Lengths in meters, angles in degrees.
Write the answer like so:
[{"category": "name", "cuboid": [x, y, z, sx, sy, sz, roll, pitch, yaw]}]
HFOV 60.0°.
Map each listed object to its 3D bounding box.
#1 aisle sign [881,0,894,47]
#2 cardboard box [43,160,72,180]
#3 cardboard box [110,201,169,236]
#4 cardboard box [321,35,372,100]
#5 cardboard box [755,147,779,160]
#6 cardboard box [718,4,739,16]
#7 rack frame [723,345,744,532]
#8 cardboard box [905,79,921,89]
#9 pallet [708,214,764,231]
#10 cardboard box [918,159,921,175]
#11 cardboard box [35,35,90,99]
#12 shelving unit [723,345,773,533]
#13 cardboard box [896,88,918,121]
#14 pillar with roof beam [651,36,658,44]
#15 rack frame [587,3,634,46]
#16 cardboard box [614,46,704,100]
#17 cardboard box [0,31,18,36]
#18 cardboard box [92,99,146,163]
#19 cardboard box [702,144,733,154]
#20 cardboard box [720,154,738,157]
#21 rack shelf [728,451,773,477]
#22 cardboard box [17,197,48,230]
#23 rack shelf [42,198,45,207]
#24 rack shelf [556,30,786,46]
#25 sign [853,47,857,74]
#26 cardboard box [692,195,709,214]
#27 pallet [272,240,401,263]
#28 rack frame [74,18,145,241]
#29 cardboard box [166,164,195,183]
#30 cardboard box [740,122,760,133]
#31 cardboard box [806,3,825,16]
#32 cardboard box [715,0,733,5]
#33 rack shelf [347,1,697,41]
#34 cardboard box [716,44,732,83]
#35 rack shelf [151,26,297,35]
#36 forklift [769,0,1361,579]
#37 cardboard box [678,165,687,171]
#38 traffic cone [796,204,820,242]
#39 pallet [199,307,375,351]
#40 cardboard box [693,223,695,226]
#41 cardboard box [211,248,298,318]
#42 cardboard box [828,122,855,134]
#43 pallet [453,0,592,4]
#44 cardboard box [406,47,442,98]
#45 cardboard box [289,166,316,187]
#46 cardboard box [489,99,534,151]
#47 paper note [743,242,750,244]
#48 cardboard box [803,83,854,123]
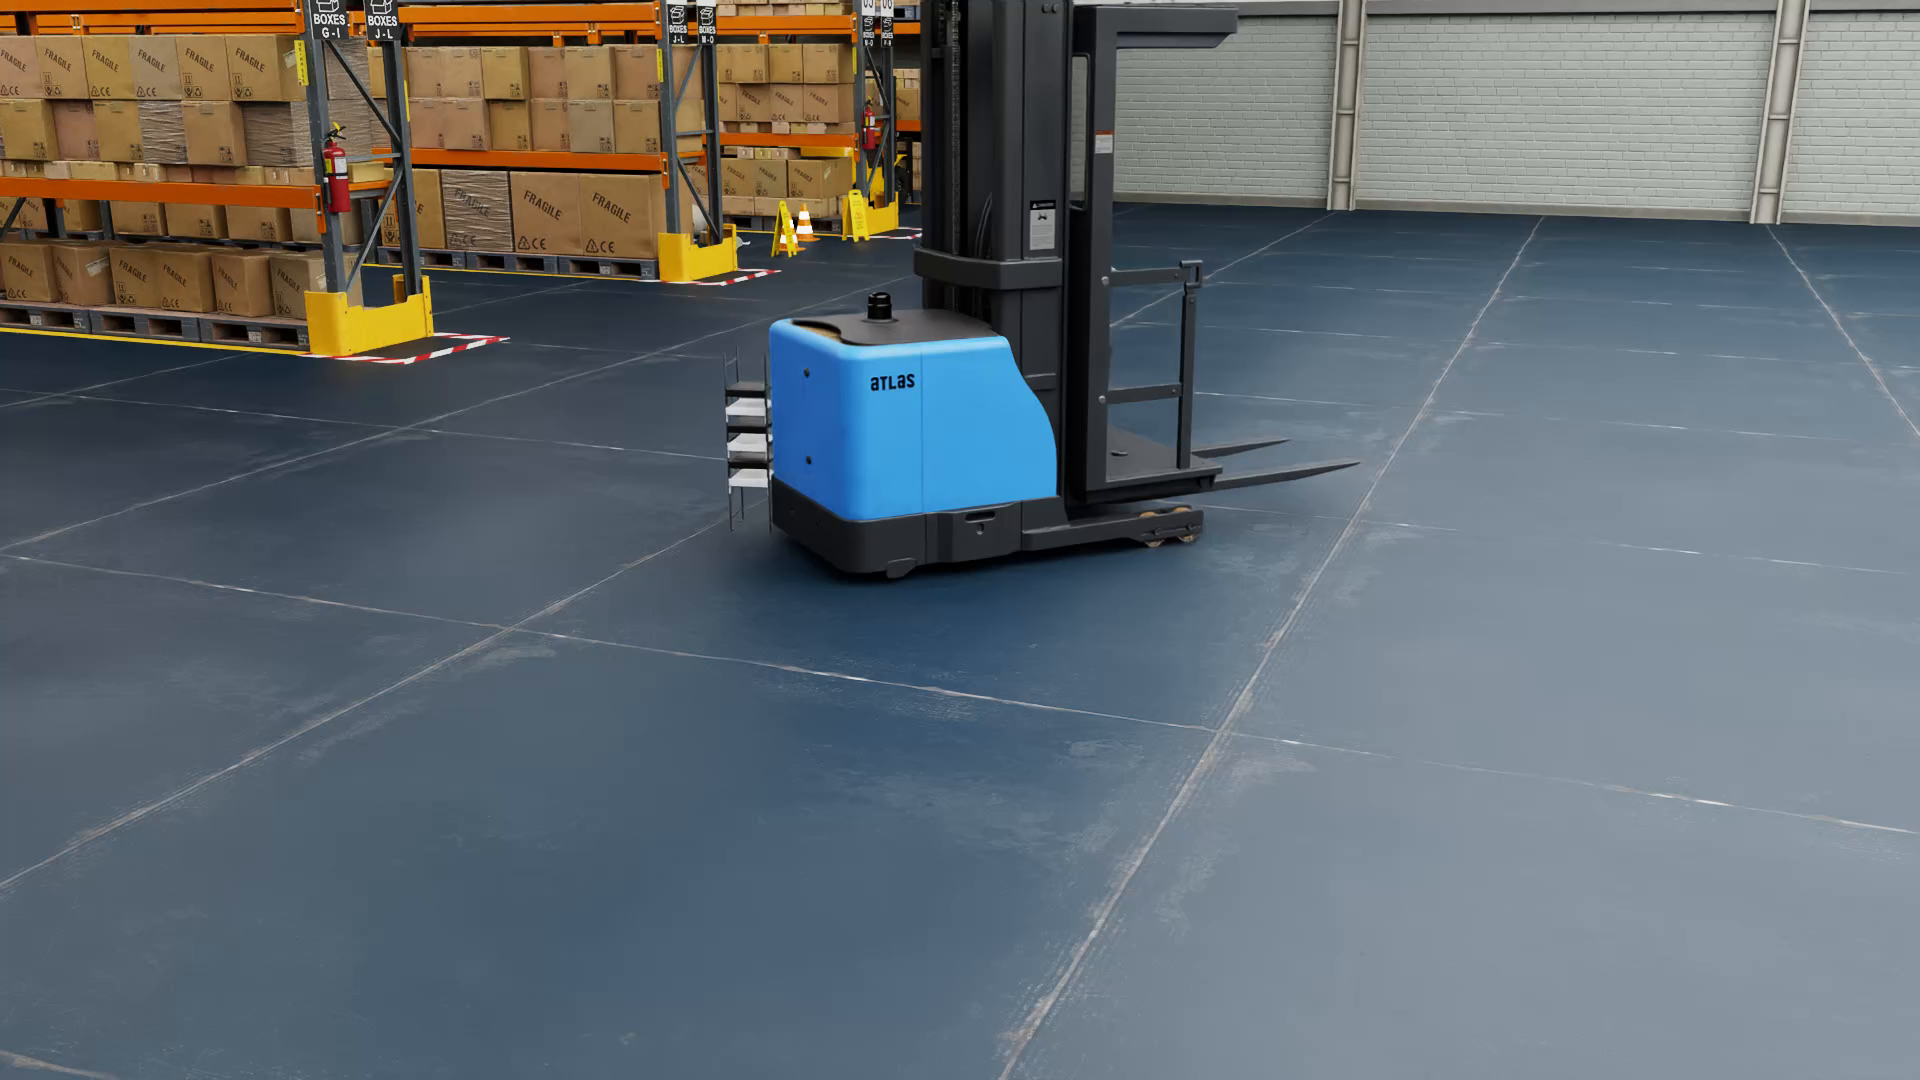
[{"category": "aisle sign", "cuboid": [-0.965, -6.945, 22.053, 0.004, 0.787, 0.394, 6, 17, 21]}, {"category": "cardboard box", "cuboid": [-7.480, -3.134, 14.039, 0.250, 0.149, 0.380, 6, 17, 21]}, {"category": "cardboard box", "cuboid": [-9.767, -4.182, 20.481, 0.750, 0.750, 1.050, 6, 17, 20]}, {"category": "cardboard box", "cuboid": [-5.184, -3.850, 13.549, 0.500, 0.500, 0.500, 6, 17, 21]}, {"category": "cardboard box", "cuboid": [-2.576, -5.236, 22.500, 0.250, 0.149, 0.380, 7, 17, 22]}, {"category": "cardboard box", "cuboid": [-3.016, -7.052, 22.154, 0.250, 0.149, 0.380, 6, 17, 20]}, {"category": "rack frame", "cuboid": [-1.129, -0.507, 8.305, 0.006, 0.900, 0.240, 2, 16, 8]}, {"category": "cardboard box", "cuboid": [-0.704, -7.337, 26.722, 0.250, 0.149, 0.380, 6, 17, 19]}, {"category": "pallet", "cuboid": [-3.081, -4.508, 23.325, 1.213, 0.211, 1.003, 6, 17, 21]}, {"category": "cardboard box", "cuboid": [-0.349, -6.054, 26.930, 0.500, 0.250, 0.500, 6, 17, 20]}, {"category": "cardboard box", "cuboid": [-7.238, -3.918, 13.784, 0.500, 0.500, 0.500, 6, 17, 21]}, {"category": "shelving unit", "cuboid": [-1.029, -0.502, 8.290, 0.210, 0.900, 0.258, 2, 16, 8]}, {"category": "cardboard box", "cuboid": [-0.829, -7.048, 26.892, 0.500, 0.500, 0.500, 6, 17, 20]}, {"category": "pillar with roof beam", "cuboid": [-6.797, -9.593, 25.078, 0.400, 9.000, 9.100, 6, 17, 21]}, {"category": "rack frame", "cuboid": [-4.858, -6.032, 23.570, 0.127, 3.000, 1.000, 6, 17, 21]}, {"category": "cardboard box", "cuboid": [-3.190, -4.967, 17.696, 0.550, 0.550, 0.875, 6, 17, 21]}, {"category": "cardboard box", "cuboid": [-9.182, -4.069, 14.979, 1.000, 1.000, 1.000, 6, 17, 21]}, {"category": "cardboard box", "cuboid": [-6.694, -3.443, 13.940, 0.500, 0.500, 0.875, 6, 17, 21]}, {"category": "cardboard box", "cuboid": [-4.248, -6.512, 28.732, 0.625, 0.625, 0.875, 6, 17, 20]}, {"category": "cardboard box", "cuboid": [-3.260, -5.178, 23.465, 0.500, 0.500, 0.500, 7, 18, 24]}, {"category": "rack shelf", "cuboid": [-1.029, -0.384, 8.324, 0.200, 0.077, 0.258, 2, 16, 8]}, {"category": "cardboard box", "cuboid": [-11.491, -4.201, 20.996, 0.500, 0.500, 0.500, 7, 18, 23]}, {"category": "rack shelf", "cuboid": [-10.354, -3.320, 15.521, 4.000, 0.370, 1.077, 6, 17, 21]}, {"category": "rack shelf", "cuboid": [-4.900, -8.619, 28.392, 4.000, 0.370, 1.077, 6, 17, 21]}, {"category": "sign", "cuboid": [-1.359, -6.188, 21.466, 0.005, 0.325, 0.100, 6, 17, 21]}, {"category": "cardboard box", "cuboid": [-3.413, -4.677, 23.083, 0.500, 0.250, 0.500, 6, 17, 20]}, {"category": "pallet", "cuboid": [-7.325, -3.458, 19.705, 1.213, 0.211, 1.003, 6, 17, 21]}, {"category": "rack frame", "cuboid": [-10.301, -5.147, 20.521, 0.127, 3.000, 1.000, 6, 17, 21]}, {"category": "cardboard box", "cuboid": [-6.283, -3.031, 13.684, 0.250, 0.149, 0.380, 6, 17, 21]}, {"category": "cardboard box", "cuboid": [-2.779, -5.597, 22.524, 0.250, 0.149, 0.380, 6, 17, 20]}, {"category": "cardboard box", "cuboid": [-1.815, -6.923, 21.711, 0.250, 0.149, 0.380, 6, 17, 21]}, {"category": "cardboard box", "cuboid": [-3.134, -7.271, 22.194, 0.500, 0.250, 0.500, 6, 17, 21]}, {"category": "rack shelf", "cuboid": [-4.719, -5.628, 18.089, 4.000, 0.370, 1.077, 6, 17, 21]}, {"category": "cardboard box", "cuboid": [-3.085, -6.455, 22.523, 0.500, 0.500, 0.700, 6, 17, 20]}, {"category": "rack shelf", "cuboid": [-10.439, -7.740, 25.366, 4.000, 0.370, 1.077, 6, 17, 21]}, {"category": "forklift", "cuboid": [0.624, -1.500, 8.083, 3.031, 2.935, 1.130, -8, 18, -26]}, {"category": "cardboard box", "cuboid": [-3.906, -5.091, 23.163, 0.500, 0.500, 0.500, 7, 18, 23]}, {"category": "traffic cone", "cuboid": [-2.010, -4.113, 21.513, 0.334, 0.463, 0.336, 6, 17, 21]}, {"category": "pallet", "cuboid": [-5.586, -1.813, 14.040, 1.213, 0.211, 1.003, 6, 17, 21]}, {"category": "cardboard box", "cuboid": [-3.700, -3.947, 20.865, 0.637, 0.503, 0.797, -5, 17, -18]}, {"category": "cardboard box", "cuboid": [-5.916, -2.174, 14.012, 0.500, 0.500, 0.500, 12, 20, 35]}, {"category": "cardboard box", "cuboid": [-1.563, -5.484, 22.136, 0.250, 0.149, 0.380, 7, 18, 22]}, {"category": "pallet", "cuboid": [-4.692, -5.924, 17.977, 1.213, 0.211, 1.003, 6, 17, 21]}, {"category": "cardboard box", "cuboid": [-5.695, -5.255, 18.690, 0.550, 0.550, 0.875, 6, 17, 21]}, {"category": "cardboard box", "cuboid": [-5.114, -2.907, 13.258, 0.250, 0.149, 0.380, 6, 17, 21]}, {"category": "cardboard box", "cuboid": [-4.723, -4.610, 18.405, 0.500, 0.550, 0.875, 6, 17, 21]}, {"category": "paper note", "cuboid": [-2.746, -3.777, 21.129, 0.142, 0.019, 0.148, 0, 16, 1]}, {"category": "cardboard box", "cuboid": [-1.743, -5.797, 22.050, 0.500, 0.500, 0.500, 6, 17, 20]}]
